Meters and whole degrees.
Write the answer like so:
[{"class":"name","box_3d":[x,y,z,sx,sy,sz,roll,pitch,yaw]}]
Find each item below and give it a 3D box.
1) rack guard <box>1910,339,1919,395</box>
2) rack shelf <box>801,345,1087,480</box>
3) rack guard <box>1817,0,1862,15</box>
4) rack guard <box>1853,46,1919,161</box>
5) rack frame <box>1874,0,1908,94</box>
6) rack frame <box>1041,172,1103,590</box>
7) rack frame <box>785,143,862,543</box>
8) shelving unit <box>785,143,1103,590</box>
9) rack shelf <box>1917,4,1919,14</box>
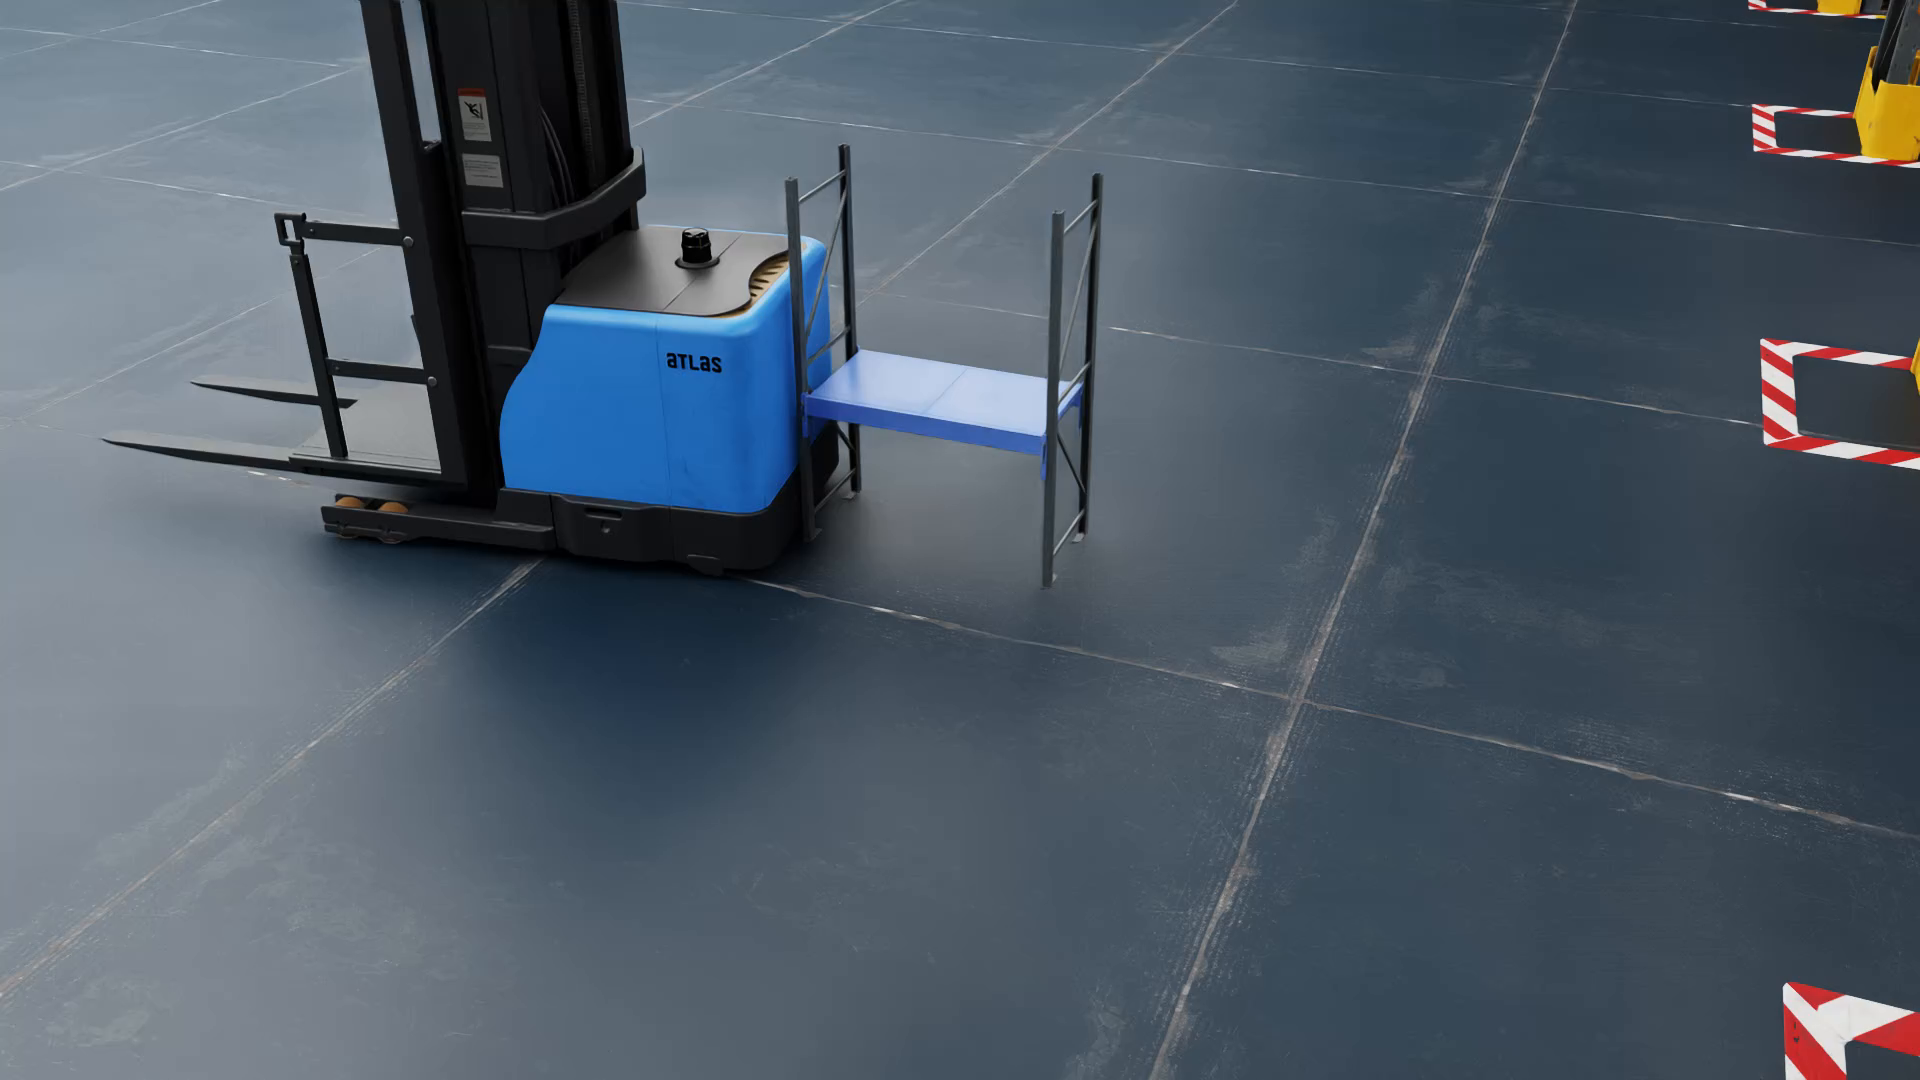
[{"class":"rack guard","box_3d":[4.683,-0.799,7.656,0.348,0.500,1.175,11,31,19]},{"class":"rack shelf","box_3d":[-0.054,-0.511,6.496,1.000,0.185,0.538,11,31,18]},{"class":"rack guard","box_3d":[8.319,-5.334,15.679,0.348,0.500,1.175,11,31,19]},{"class":"rack guard","box_3d":[6.563,-3.079,11.690,0.348,0.500,1.175,11,31,19]},{"class":"rack frame","box_3d":[6.474,-4.159,11.059,0.053,2.616,0.949,11,31,19]},{"class":"rack frame","box_3d":[0.419,-0.577,6.246,0.032,1.500,0.500,11,31,18]},{"class":"rack frame","box_3d":[-0.528,-0.759,6.568,0.032,1.500,0.500,11,31,18]},{"class":"shelving unit","box_3d":[-0.054,-0.668,6.407,1.048,1.500,0.538,11,31,18]},{"class":"rack shelf","box_3d":[8.328,-3.477,10.584,4.000,0.370,1.077,11,31,19]}]
